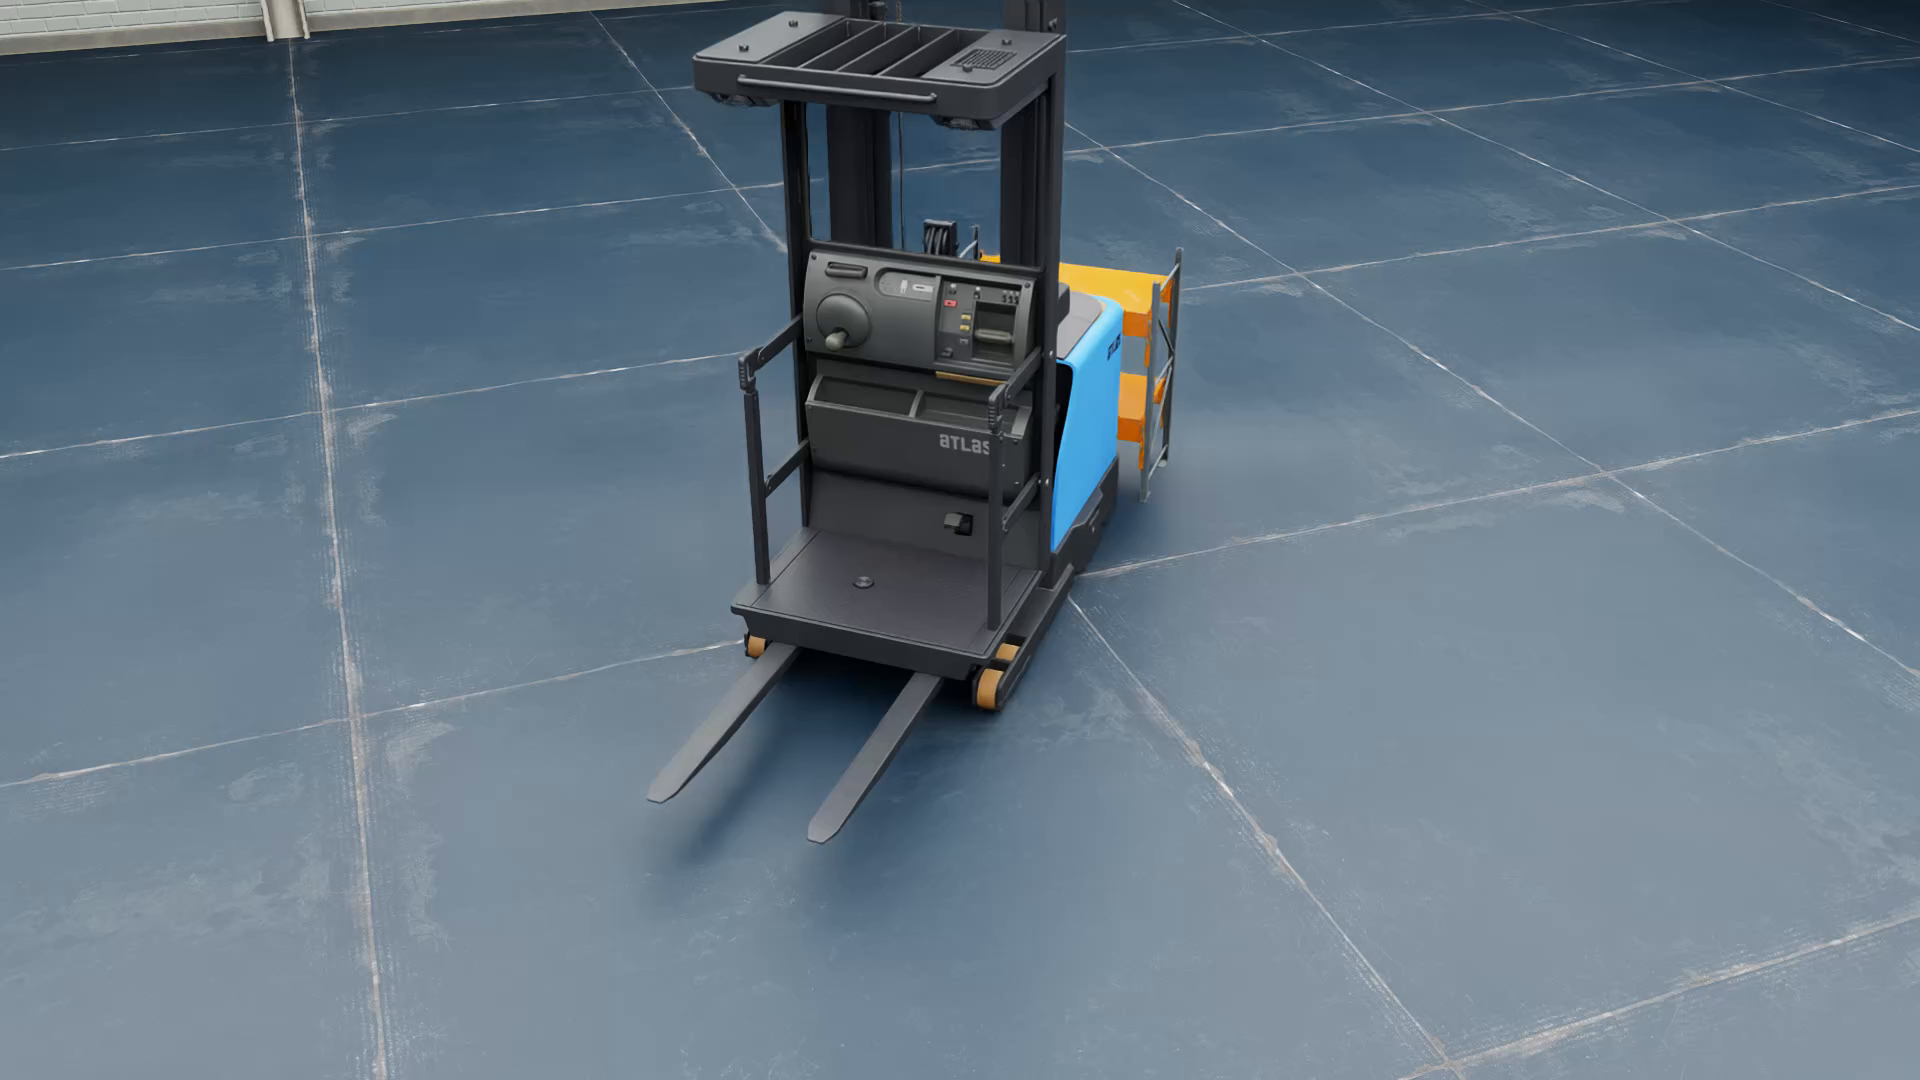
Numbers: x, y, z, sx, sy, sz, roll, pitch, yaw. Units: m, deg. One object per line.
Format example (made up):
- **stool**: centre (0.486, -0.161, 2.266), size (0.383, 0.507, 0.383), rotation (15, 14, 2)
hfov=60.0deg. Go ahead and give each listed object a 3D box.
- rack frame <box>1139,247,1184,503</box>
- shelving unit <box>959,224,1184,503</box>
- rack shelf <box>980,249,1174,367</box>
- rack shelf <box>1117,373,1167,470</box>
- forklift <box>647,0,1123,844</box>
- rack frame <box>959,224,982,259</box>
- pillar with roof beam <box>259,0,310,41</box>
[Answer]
- **rack frame**: centre (0.968, -0.788, 7.997), size (0.032, 1.125, 0.500), rotation (10, 31, 17)
- **shelving unit**: centre (0.489, -0.872, 8.145), size (1.048, 1.125, 0.538), rotation (10, 31, 17)
- **rack shelf**: centre (0.489, -1.127, 8.000), size (1.000, 0.278, 0.538), rotation (10, 31, 17)
- **rack shelf**: centre (0.489, -0.660, 8.266), size (1.000, 0.278, 0.538), rotation (10, 31, 17)
- **forklift**: centre (-0.240, -0.831, 6.248), size (1.130, 2.935, 3.031), rotation (10, 31, 18)
- **rack frame**: centre (0.010, -0.957, 8.293), size (0.032, 1.125, 0.500), rotation (10, 31, 17)
- **pillar with roof beam**: centre (-5.180, -6.928, 10.819), size (0.400, 9.000, 9.100), rotation (-10, 31, -18)
